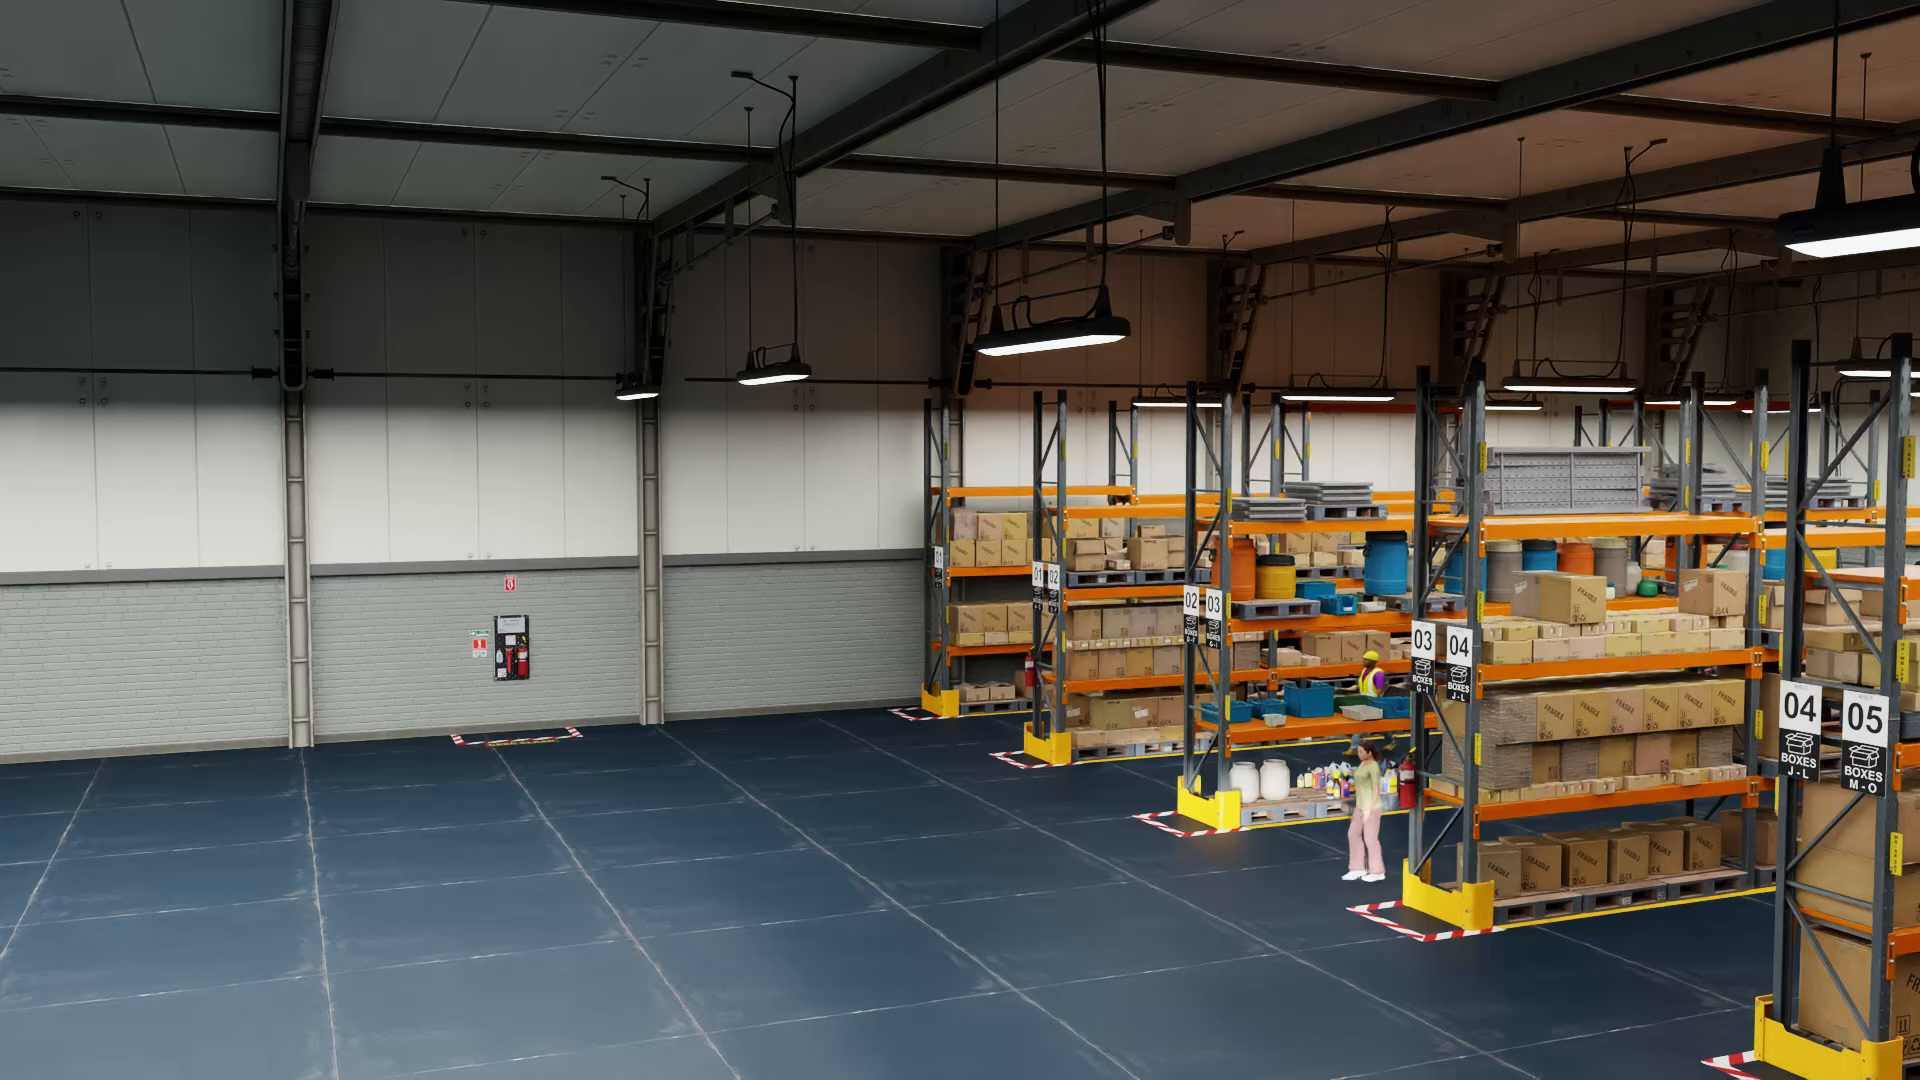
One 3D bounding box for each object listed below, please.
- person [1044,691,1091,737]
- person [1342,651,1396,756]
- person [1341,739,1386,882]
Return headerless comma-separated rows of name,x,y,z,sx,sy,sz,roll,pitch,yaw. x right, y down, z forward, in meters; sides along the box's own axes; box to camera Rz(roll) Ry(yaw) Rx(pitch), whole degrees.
person,1.941,2.633,29.096,1.034,1.604,0.483,-2,4,-25
person,6.755,2.682,27.318,1.067,1.723,0.549,-3,4,-37
person,4.763,3.186,19.527,0.470,1.727,0.516,0,3,-6
